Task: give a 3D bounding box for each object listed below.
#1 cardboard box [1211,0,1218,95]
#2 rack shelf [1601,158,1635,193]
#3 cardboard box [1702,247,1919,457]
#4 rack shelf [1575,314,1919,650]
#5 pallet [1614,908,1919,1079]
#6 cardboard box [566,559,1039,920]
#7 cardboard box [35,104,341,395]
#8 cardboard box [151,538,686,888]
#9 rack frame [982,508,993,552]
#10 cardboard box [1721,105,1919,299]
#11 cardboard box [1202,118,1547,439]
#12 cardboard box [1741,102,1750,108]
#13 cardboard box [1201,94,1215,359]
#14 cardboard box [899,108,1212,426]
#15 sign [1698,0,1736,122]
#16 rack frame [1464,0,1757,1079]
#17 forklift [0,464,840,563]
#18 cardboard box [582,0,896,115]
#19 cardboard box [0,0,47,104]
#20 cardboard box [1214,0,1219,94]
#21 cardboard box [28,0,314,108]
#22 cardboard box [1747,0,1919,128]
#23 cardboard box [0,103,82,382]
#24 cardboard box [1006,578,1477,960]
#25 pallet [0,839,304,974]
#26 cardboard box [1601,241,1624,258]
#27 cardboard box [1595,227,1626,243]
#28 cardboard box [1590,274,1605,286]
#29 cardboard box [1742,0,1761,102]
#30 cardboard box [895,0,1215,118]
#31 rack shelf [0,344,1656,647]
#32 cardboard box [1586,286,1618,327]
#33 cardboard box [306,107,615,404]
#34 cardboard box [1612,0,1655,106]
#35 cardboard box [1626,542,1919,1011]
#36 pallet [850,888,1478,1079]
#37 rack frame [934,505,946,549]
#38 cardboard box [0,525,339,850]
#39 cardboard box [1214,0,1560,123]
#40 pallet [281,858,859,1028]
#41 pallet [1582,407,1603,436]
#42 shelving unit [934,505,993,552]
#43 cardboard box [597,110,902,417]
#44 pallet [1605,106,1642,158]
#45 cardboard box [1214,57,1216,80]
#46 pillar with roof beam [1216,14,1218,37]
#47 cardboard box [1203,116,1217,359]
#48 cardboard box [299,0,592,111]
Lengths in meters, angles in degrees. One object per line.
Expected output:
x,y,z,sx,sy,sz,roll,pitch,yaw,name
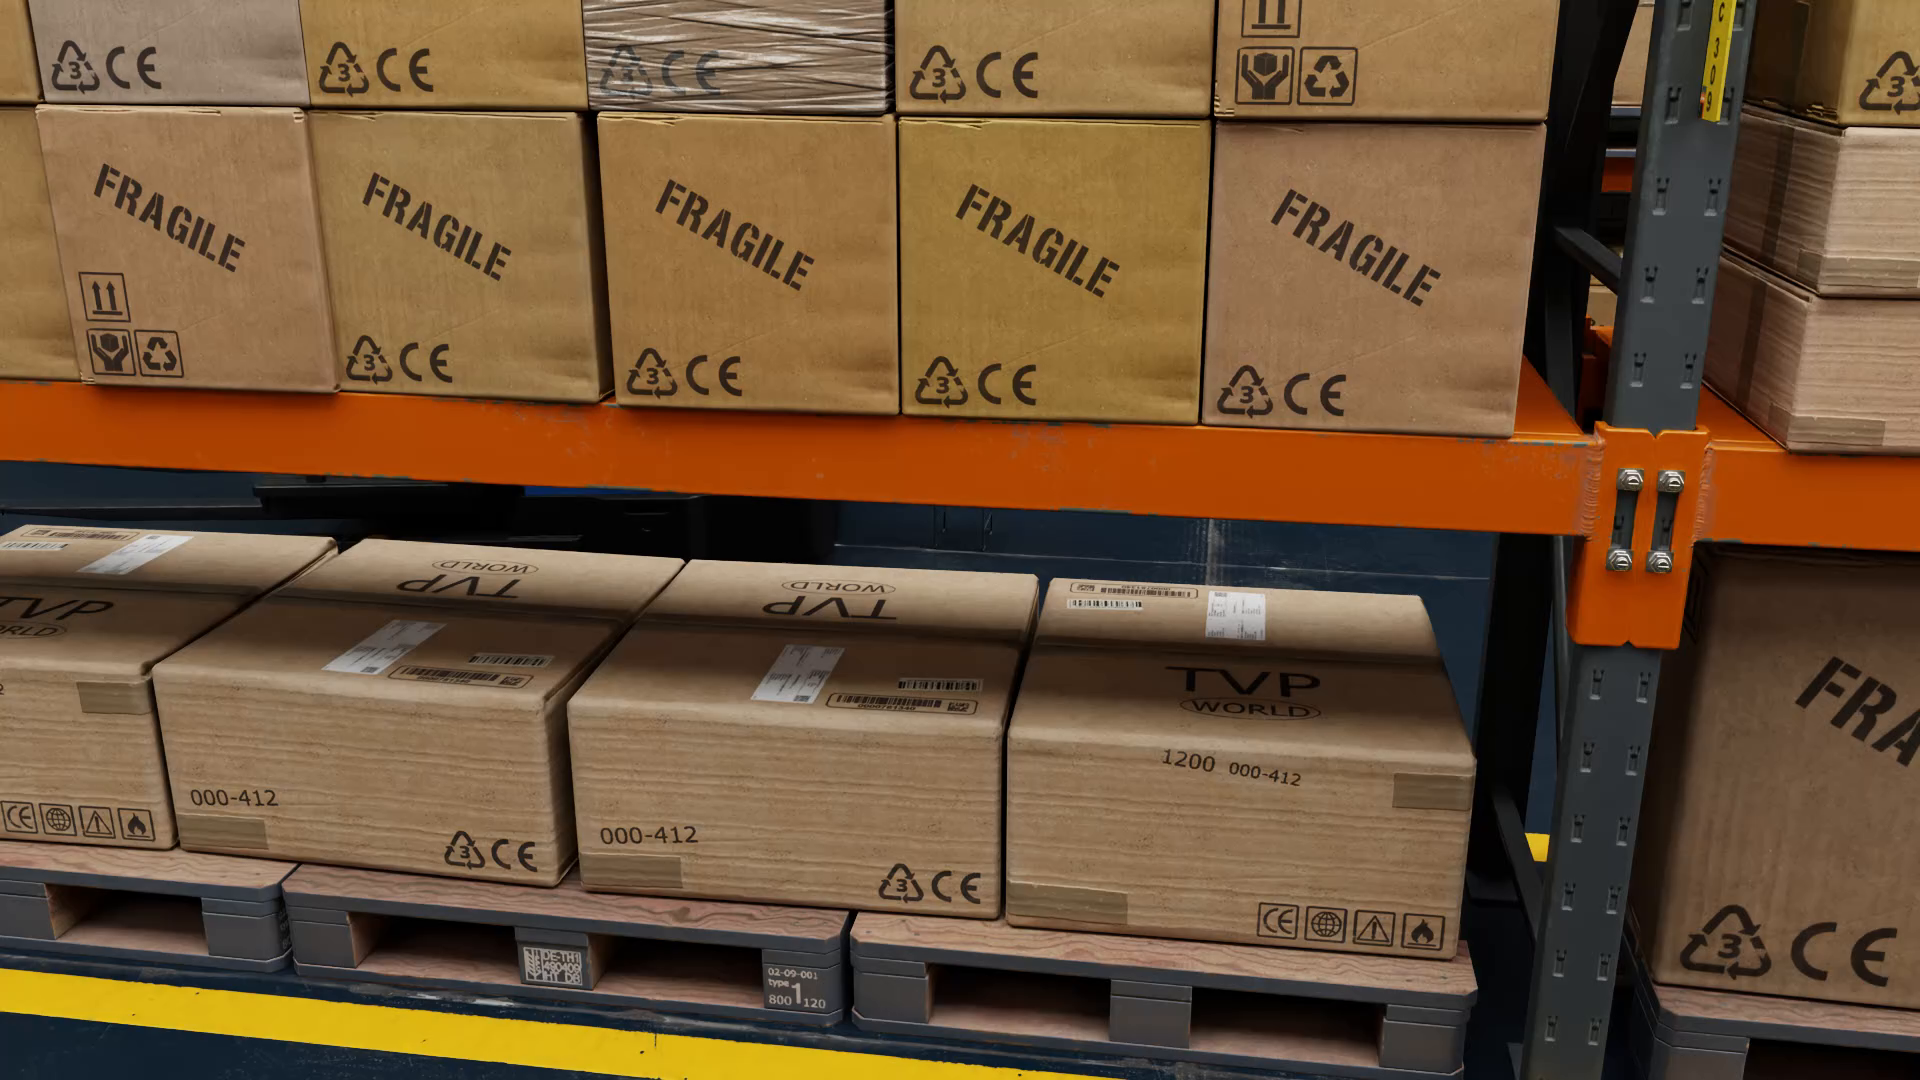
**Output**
0.259,-1.148,3.273,0.500,0.500,0.500,3,19,8,cardboard box
3.947,-1.612,7.529,4.000,0.370,1.077,3,19,9,rack shelf
1.581,-0.323,2.778,0.500,0.250,0.500,2,19,7,cardboard box
3.163,-0.057,2.880,4.000,0.370,1.077,3,19,9,rack shelf
1.963,0.839,3.464,1.213,0.211,1.003,3,19,9,pallet
-0.298,0.407,3.736,0.875,0.438,0.875,2,19,7,cardboard box
-1.329,-0.586,3.169,0.500,0.500,0.500,3,19,8,cardboard box
-1.188,0.361,3.873,0.875,0.438,0.875,3,19,10,cardboard box
0.105,-0.564,6.097,0.006,1.200,0.240,3,19,9,rack frame
1.578,-0.554,2.681,0.500,0.250,0.500,2,19,7,cardboard box
0.690,-0.490,2.882,0.500,0.500,0.500,3,19,9,cardboard box
1.663,-0.719,3.173,0.500,0.250,0.500,3,19,9,cardboard box
0.271,-0.679,3.446,0.500,0.500,0.500,3,19,9,cardboard box
0.181,-0.514,2.954,0.500,0.500,0.500,2,19,7,cardboard box
1.102,-0.773,2.397,0.005,0.325,0.100,3,19,9,sign
1.189,-0.499,3.067,0.127,3.000,1.000,3,19,9,rack frame
-1.981,-1.409,5.894,3.031,2.935,1.130,-1,19,-1,forklift
-0.325,-1.009,2.857,0.500,0.500,0.500,3,19,9,cardboard box
-1.821,-1.085,3.084,0.500,0.500,0.500,2,19,7,cardboard box
0.757,-1.120,3.191,0.500,0.500,0.500,3,19,9,cardboard box
-1.311,-1.061,3.014,0.500,0.500,0.500,3,19,8,cardboard box
1.578,-0.908,2.557,0.500,0.500,0.500,3,19,9,cardboard box
-1.828,-0.617,3.262,0.500,0.500,0.500,3,19,8,cardboard box
0.586,0.452,3.602,0.875,0.438,0.875,3,19,8,cardboard box
-1.959,0.638,4.064,1.213,0.211,1.003,3,19,9,pallet
3.098,-1.266,7.614,0.250,0.149,0.380,3,19,8,cardboard box
3.140,-1.422,8.080,0.250,0.149,0.380,2,19,6,cardboard box
2.825,-1.275,7.642,0.250,0.149,0.380,2,19,6,cardboard box
1.670,-1.077,3.060,0.500,0.500,0.500,4,19,10,cardboard box
0.179,-0.986,2.789,0.500,0.500,0.500,3,19,8,cardboard box
-0.786,-0.258,3.482,4.000,0.370,1.077,3,19,9,rack shelf
2.942,-0.949,7.691,0.500,0.500,0.500,3,19,8,cardboard box
-0.832,-0.566,3.109,0.500,0.500,0.500,4,19,10,cardboard box
2.926,-2.180,7.273,0.500,0.500,0.700,3,19,9,cardboard box
1.814,0.316,3.319,0.875,0.875,0.875,4,19,10,cardboard box
0.450,0.761,3.697,1.213,0.211,1.003,3,19,9,pallet
-0.076,-0.573,6.124,0.006,1.200,0.240,3,19,9,rack frame
-2.093,0.317,4.003,0.875,0.438,0.875,2,19,7,cardboard box
0.679,-0.958,2.705,0.500,0.500,0.500,3,19,8,cardboard box
-0.758,0.700,3.878,1.213,0.211,1.003,3,19,9,pallet
2.781,-0.703,8.071,1.213,0.211,1.003,3,19,9,pallet
0.014,-0.568,6.111,0.189,1.200,0.258,3,19,9,shelving unit
-0.317,-0.535,3.016,0.500,0.500,0.500,3,19,8,cardboard box
2.744,-1.889,7.523,1.213,0.211,1.003,3,19,9,pallet
0.934,-2.094,7.602,0.500,0.250,0.500,3,19,9,cardboard box
0.745,-3.868,3.681,0.400,9.000,9.100,3,19,9,pillar with roof beam
0.767,-0.652,3.367,0.500,0.500,0.500,4,19,10,cardboard box
-0.818,-1.036,2.940,0.500,0.500,0.500,3,19,9,cardboard box
